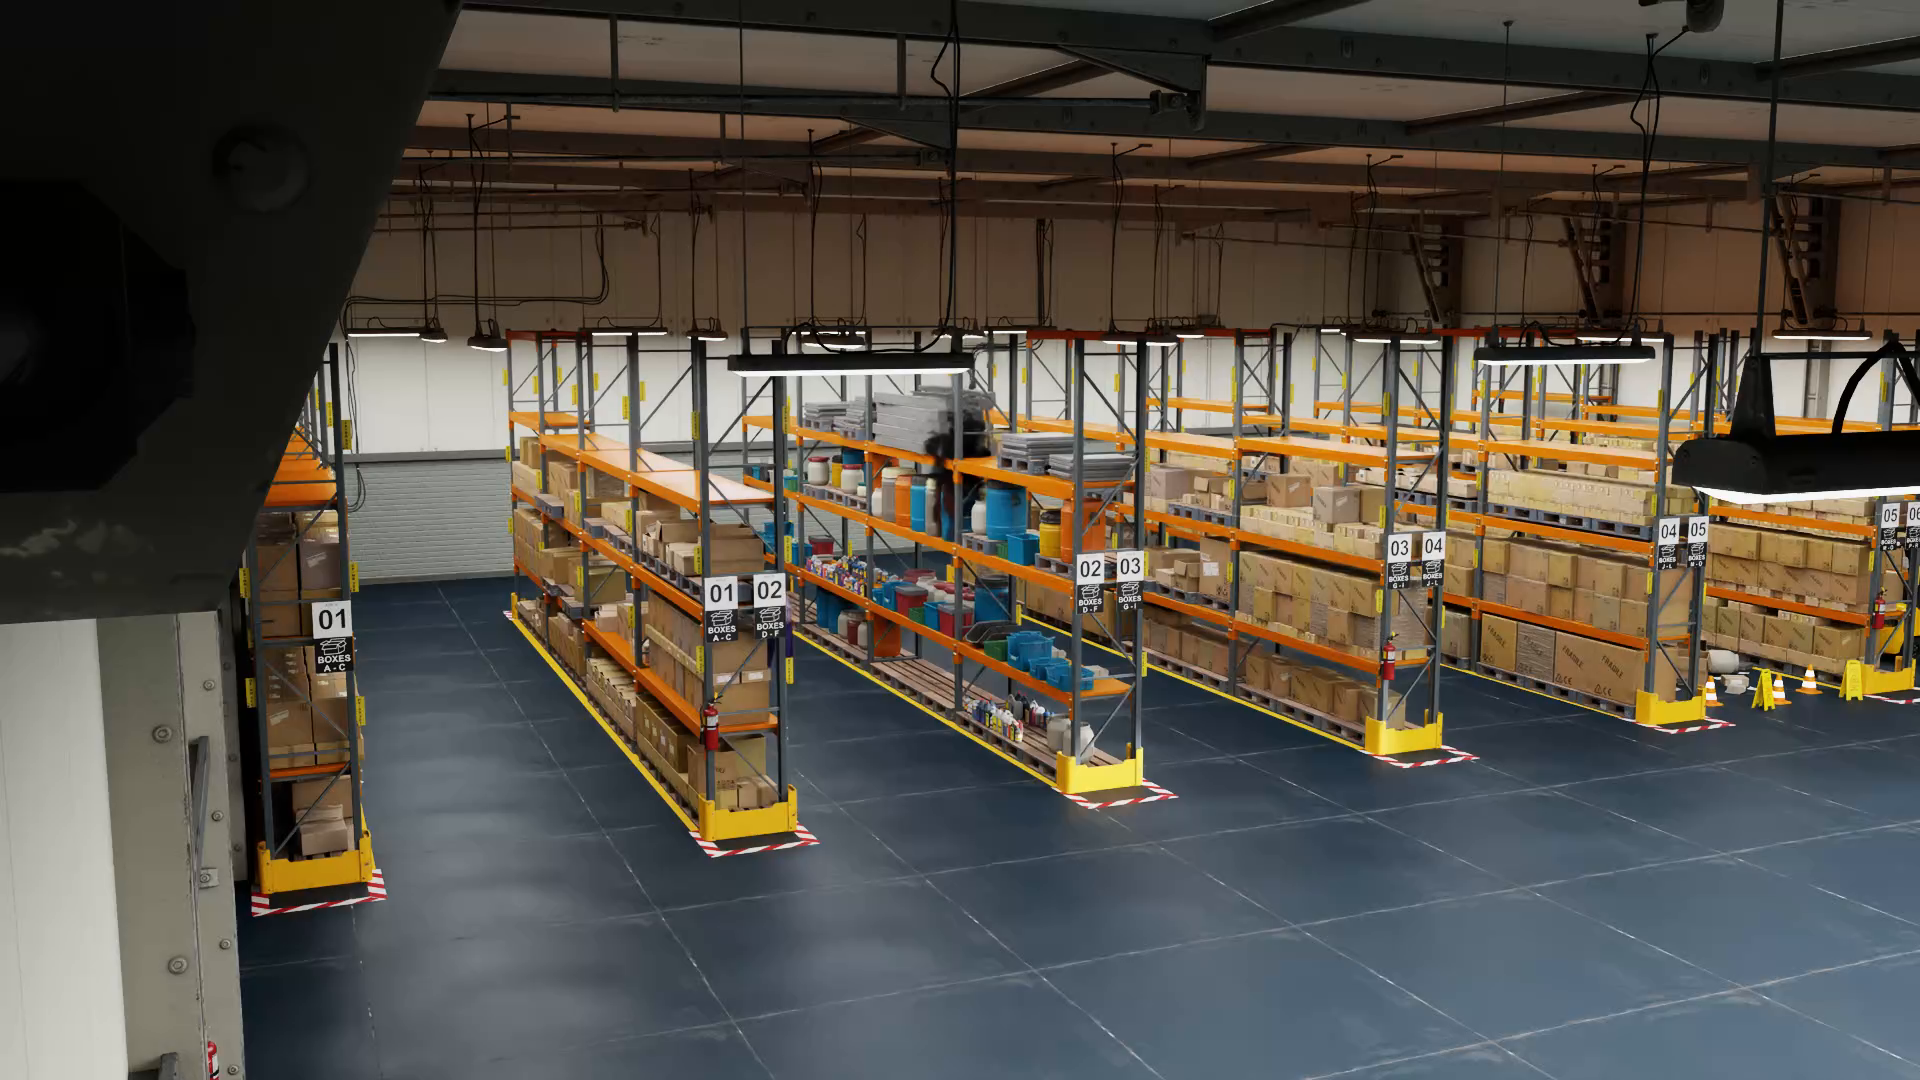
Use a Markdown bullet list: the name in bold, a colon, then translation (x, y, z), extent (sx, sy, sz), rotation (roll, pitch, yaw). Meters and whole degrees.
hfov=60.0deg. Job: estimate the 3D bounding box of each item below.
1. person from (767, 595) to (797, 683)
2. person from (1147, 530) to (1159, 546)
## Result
- **person**: translation (-2.962, 1.516, 27.377), extent (0.607, 1.690, 0.883), rotation (-4, 9, -29)
- **person**: translation (4.878, -0.181, 41.630), extent (0.763, 1.760, 0.701), rotation (1, 8, 5)
